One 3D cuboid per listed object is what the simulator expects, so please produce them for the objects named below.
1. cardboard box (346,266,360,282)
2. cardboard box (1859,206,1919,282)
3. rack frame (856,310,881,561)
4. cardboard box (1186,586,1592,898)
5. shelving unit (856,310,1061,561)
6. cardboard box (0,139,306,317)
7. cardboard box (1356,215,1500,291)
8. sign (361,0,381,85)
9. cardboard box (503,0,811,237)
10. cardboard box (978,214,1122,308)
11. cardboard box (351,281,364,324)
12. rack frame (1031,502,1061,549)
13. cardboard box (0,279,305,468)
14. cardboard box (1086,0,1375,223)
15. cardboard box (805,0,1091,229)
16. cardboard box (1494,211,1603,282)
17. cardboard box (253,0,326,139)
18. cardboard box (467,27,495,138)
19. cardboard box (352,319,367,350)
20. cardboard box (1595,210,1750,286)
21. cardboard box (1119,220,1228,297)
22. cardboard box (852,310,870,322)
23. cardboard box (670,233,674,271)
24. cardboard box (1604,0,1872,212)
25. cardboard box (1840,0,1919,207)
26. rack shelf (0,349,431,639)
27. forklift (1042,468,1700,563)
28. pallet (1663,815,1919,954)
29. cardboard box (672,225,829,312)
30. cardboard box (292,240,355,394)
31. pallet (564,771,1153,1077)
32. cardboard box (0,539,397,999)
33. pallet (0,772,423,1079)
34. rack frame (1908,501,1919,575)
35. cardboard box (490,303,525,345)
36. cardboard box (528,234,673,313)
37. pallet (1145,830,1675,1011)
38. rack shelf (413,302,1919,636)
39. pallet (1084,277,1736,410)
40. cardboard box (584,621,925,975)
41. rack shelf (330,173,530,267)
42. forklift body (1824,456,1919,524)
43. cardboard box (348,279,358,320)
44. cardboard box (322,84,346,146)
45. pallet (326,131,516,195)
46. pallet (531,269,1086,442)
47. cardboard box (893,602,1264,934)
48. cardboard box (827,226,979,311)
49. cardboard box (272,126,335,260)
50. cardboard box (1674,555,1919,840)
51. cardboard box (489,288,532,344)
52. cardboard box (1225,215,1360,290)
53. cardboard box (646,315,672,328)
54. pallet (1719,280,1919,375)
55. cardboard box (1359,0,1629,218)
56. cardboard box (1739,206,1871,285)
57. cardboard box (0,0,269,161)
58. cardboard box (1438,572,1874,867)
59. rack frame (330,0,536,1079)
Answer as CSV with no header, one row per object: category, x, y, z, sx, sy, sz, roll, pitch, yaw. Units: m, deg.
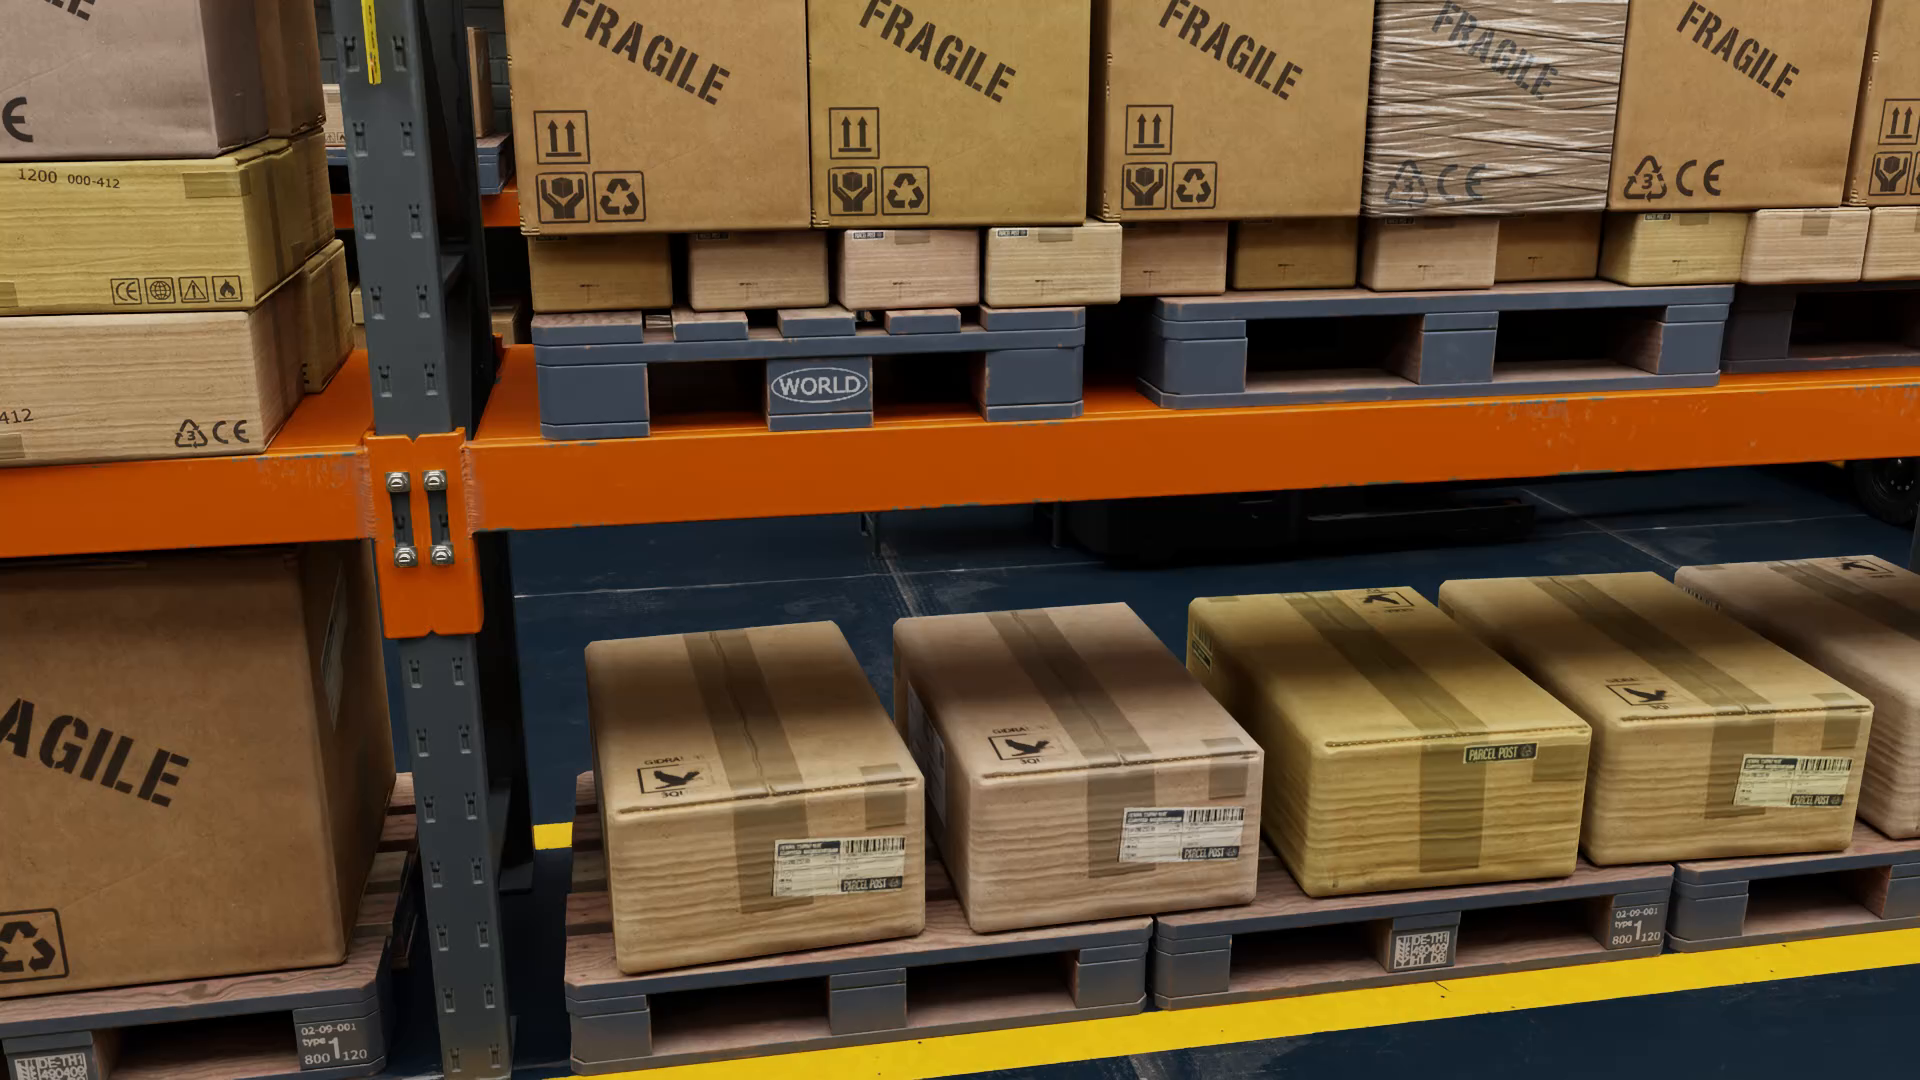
cardboard box,-3.059,-1.259,8.238,0.250,0.149,0.380,-3,17,-10
cardboard box,1.918,-0.656,3.552,0.250,0.149,0.380,-4,17,-11
rack frame,-0.364,-0.694,6.516,0.023,1.500,0.400,-4,17,-11
cardboard box,0.978,0.448,4.006,0.625,0.372,0.950,-3,17,-9
shelving unit,-0.006,-0.716,6.587,0.755,1.500,0.431,-4,17,-11
cardboard box,-1.475,-0.562,2.937,0.500,0.250,0.500,-3,17,-11
cardboard box,0.903,-0.616,3.422,0.250,0.149,0.380,-3,17,-9
sign,-0.939,-0.889,2.625,0.005,0.325,0.100,-3,17,-10
cardboard box,-0.562,-0.844,3.059,0.500,0.500,0.500,-4,17,-12
cardboard box,0.142,-0.558,3.231,0.250,0.149,0.380,-3,17,-10
cardboard box,-2.692,-1.117,7.777,0.250,0.149,0.380,-4,18,-13
rack frame,0.352,-0.737,6.658,0.023,1.500,0.400,-4,17,-11
cardboard box,-1.495,-0.320,3.002,0.500,0.250,0.500,-4,17,-12
cardboard box,0.469,-0.907,3.263,0.500,0.500,0.500,-3,17,-10
cardboard box,-0.052,-0.875,3.161,0.500,0.500,0.500,-2,17,-8
cardboard box,1.144,-0.653,3.540,0.250,0.149,0.380,-4,17,-12
cardboard box,-1.578,-1.064,3.294,0.500,0.500,0.500,-4,17,-12
cardboard box,-2.528,-2.191,7.950,0.500,0.500,0.500,-2,17,-8
cardboard box,-2.861,-0.821,7.919,0.500,0.500,0.500,-4,17,-11
cardboard box,1.423,-0.638,3.492,0.250,0.149,0.380,-3,17,-10
cardboard box,0.364,-0.594,3.348,0.250,0.149,0.380,-2,17,-7
cardboard box,-0.738,-1.061,8.486,0.625,0.625,0.875,-3,17,-9
cardboard box,-0.521,-0.698,3.687,0.250,0.149,0.380,-3,17,-10
cardboard box,1.475,-0.962,3.442,0.500,0.500,0.500,-3,17,-9
cardboard box,1.983,-0.989,3.530,0.500,0.500,0.500,-3,17,-10
rack shelf,-3.011,-0.040,3.058,4.000,0.370,1.077,-3,17,-10
forklift,1.857,-1.527,6.791,3.031,2.935,1.130,-4,18,-14
pallet,2.116,0.659,4.307,1.213,0.211,1.003,-3,17,-10
cardboard box,-0.409,-0.546,3.194,0.250,0.149,0.380,-4,18,-14
cardboard box,-1.576,-0.469,3.484,0.500,0.250,0.500,-4,17,-11
pallet,-0.280,0.795,3.865,1.213,0.211,1.003,-3,17,-10
cardboard box,-1.742,0.334,3.518,0.875,0.875,0.875,-3,17,-11
pallet,-1.836,0.860,3.652,1.213,0.211,1.003,-3,17,-10
rack frame,2.880,-0.718,4.040,0.127,3.000,1.000,-3,17,-10
cardboard box,-2.367,-0.846,8.000,0.500,0.500,0.500,-3,17,-9
cardboard box,-0.693,-0.540,3.175,0.250,0.149,0.380,-4,18,-14
pallet,0.915,0.728,4.083,1.213,0.211,1.003,-3,17,-10
rack shelf,0.916,-0.263,3.783,4.000,0.370,1.077,-3,17,-10
pallet,0.888,-0.526,3.741,1.213,0.211,1.003,-3,17,-10
cardboard box,-0.491,0.532,3.732,0.625,0.372,0.950,-4,18,-14
rack shelf,-3.957,-1.471,7.716,4.000,0.370,1.077,-3,17,-10
forklift body,4.346,-1.334,7.492,1.214,2.155,2.313,-3,17,-10
cardboard box,-2.959,-1.115,7.771,0.250,0.149,0.380,-4,17,-12
cardboard box,-2.967,-1.903,7.438,0.500,0.250,0.500,-4,18,-13
pallet,-2.645,-1.776,7.812,1.003,0.211,1.213,-3,17,-10
pallet,-0.368,-0.474,3.572,1.003,0.211,1.213,-3,17,-10
cardboard box,0.232,0.488,3.874,0.625,0.372,0.950,-4,17,-12
cardboard box,-0.132,-0.548,3.201,0.250,0.149,0.380,-4,18,-14
cardboard box,-1.592,-0.705,3.404,0.500,0.250,0.500,-3,17,-11
cardboard box,2.365,0.367,4.267,0.625,0.372,0.950,-3,17,-10
cardboard box,-2.460,-0.989,8.465,0.500,0.500,0.500,-3,17,-8
cardboard box,0.634,-0.621,3.436,0.250,0.149,0.380,-3,17,-8
cardboard box,-1.378,-1.022,8.360,0.625,0.625,0.875,-3,17,-9
pallet,2.102,-0.626,4.067,1.213,0.211,1.003,-3,17,-10
cardboard box,0.961,-0.932,3.347,0.500,0.500,0.500,-4,18,-13
cardboard box,1.669,-0.641,3.502,0.250,0.149,0.380,-3,17,-10
cardboard box,-1.506,-0.917,2.814,0.500,0.500,0.500,-4,17,-12
cardboard box,1.660,0.408,4.134,0.625,0.372,0.950,-2,17,-7
rack frame,-1.048,-0.495,3.315,0.127,3.000,1.000,-3,17,-10
